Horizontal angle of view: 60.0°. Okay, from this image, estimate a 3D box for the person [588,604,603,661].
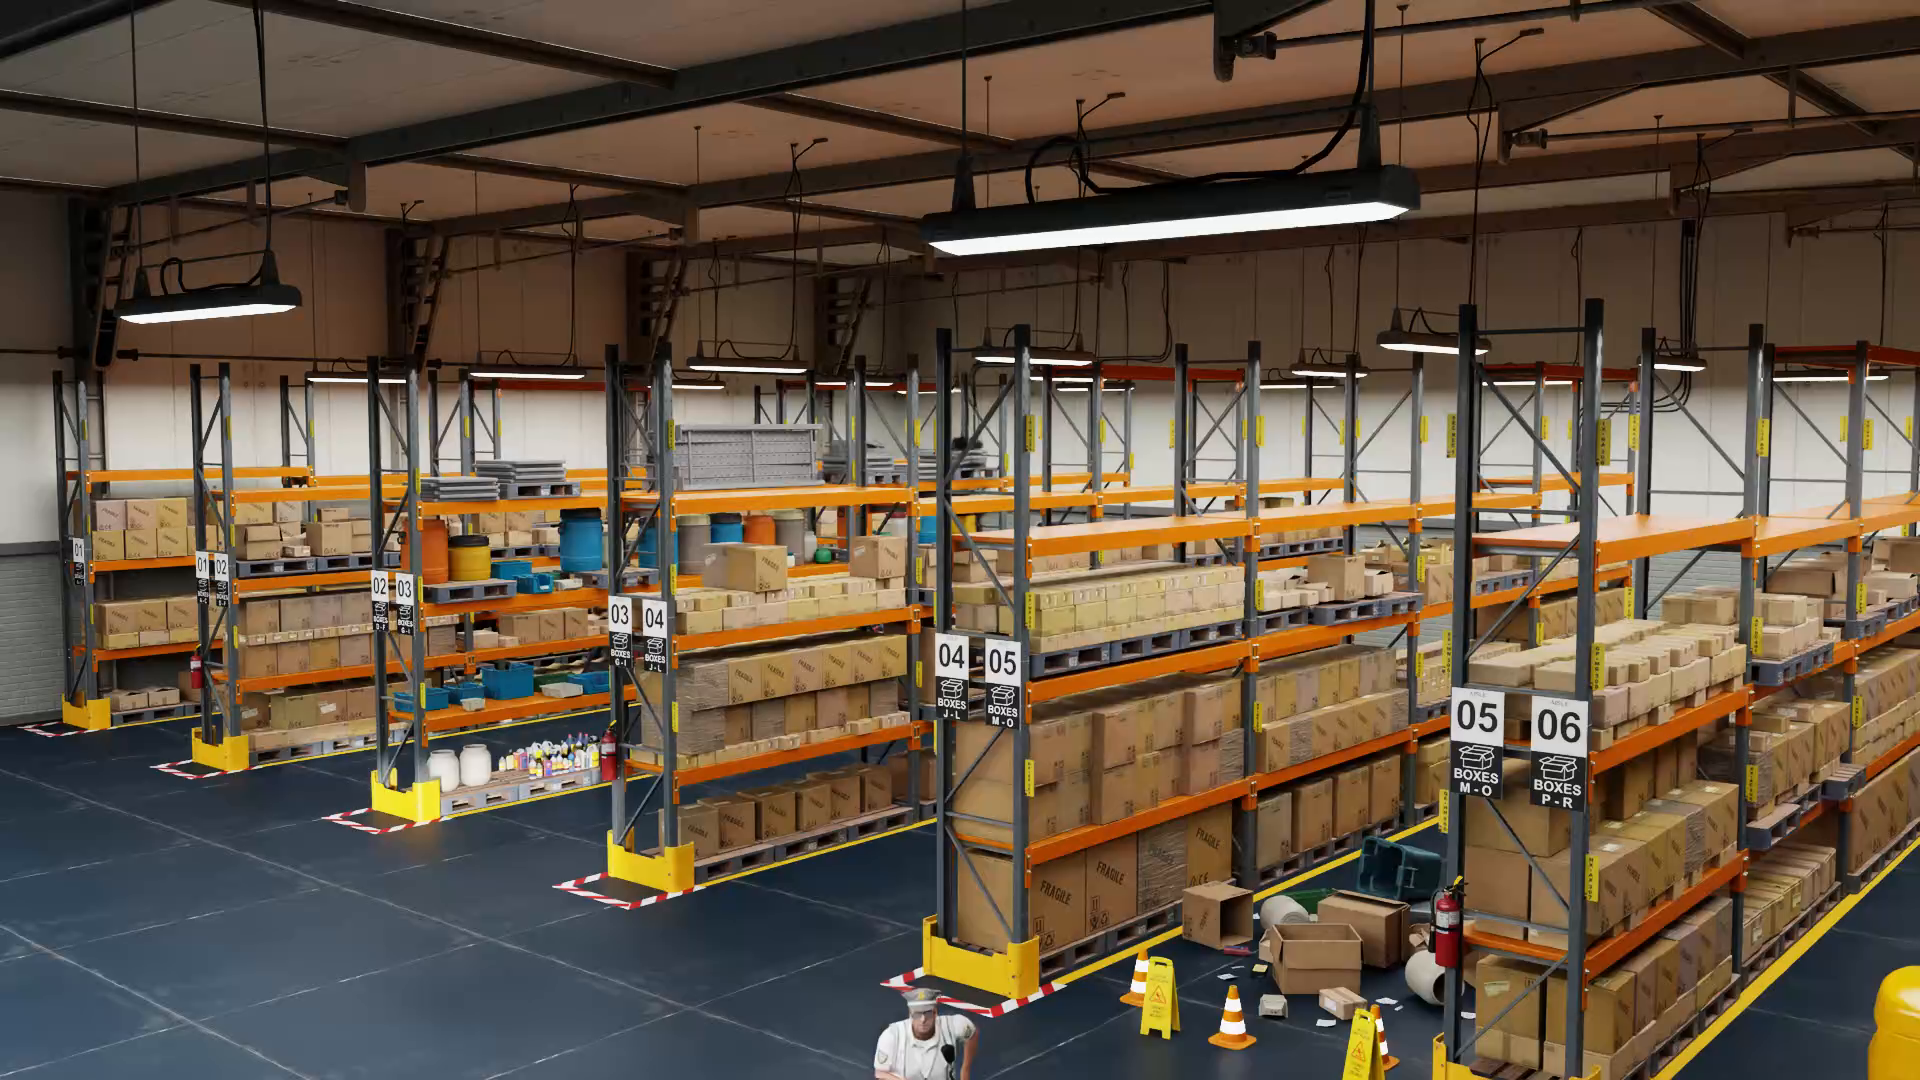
[{"bbox_3d":[-6.988,2.056,31.969,0.504,1.638,0.711,4,5,41],"label":"person"}]

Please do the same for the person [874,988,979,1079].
[{"bbox_3d":[-0.208,3.569,10.340,0.646,1.702,0.776,0,4,1],"label":"person"}]
